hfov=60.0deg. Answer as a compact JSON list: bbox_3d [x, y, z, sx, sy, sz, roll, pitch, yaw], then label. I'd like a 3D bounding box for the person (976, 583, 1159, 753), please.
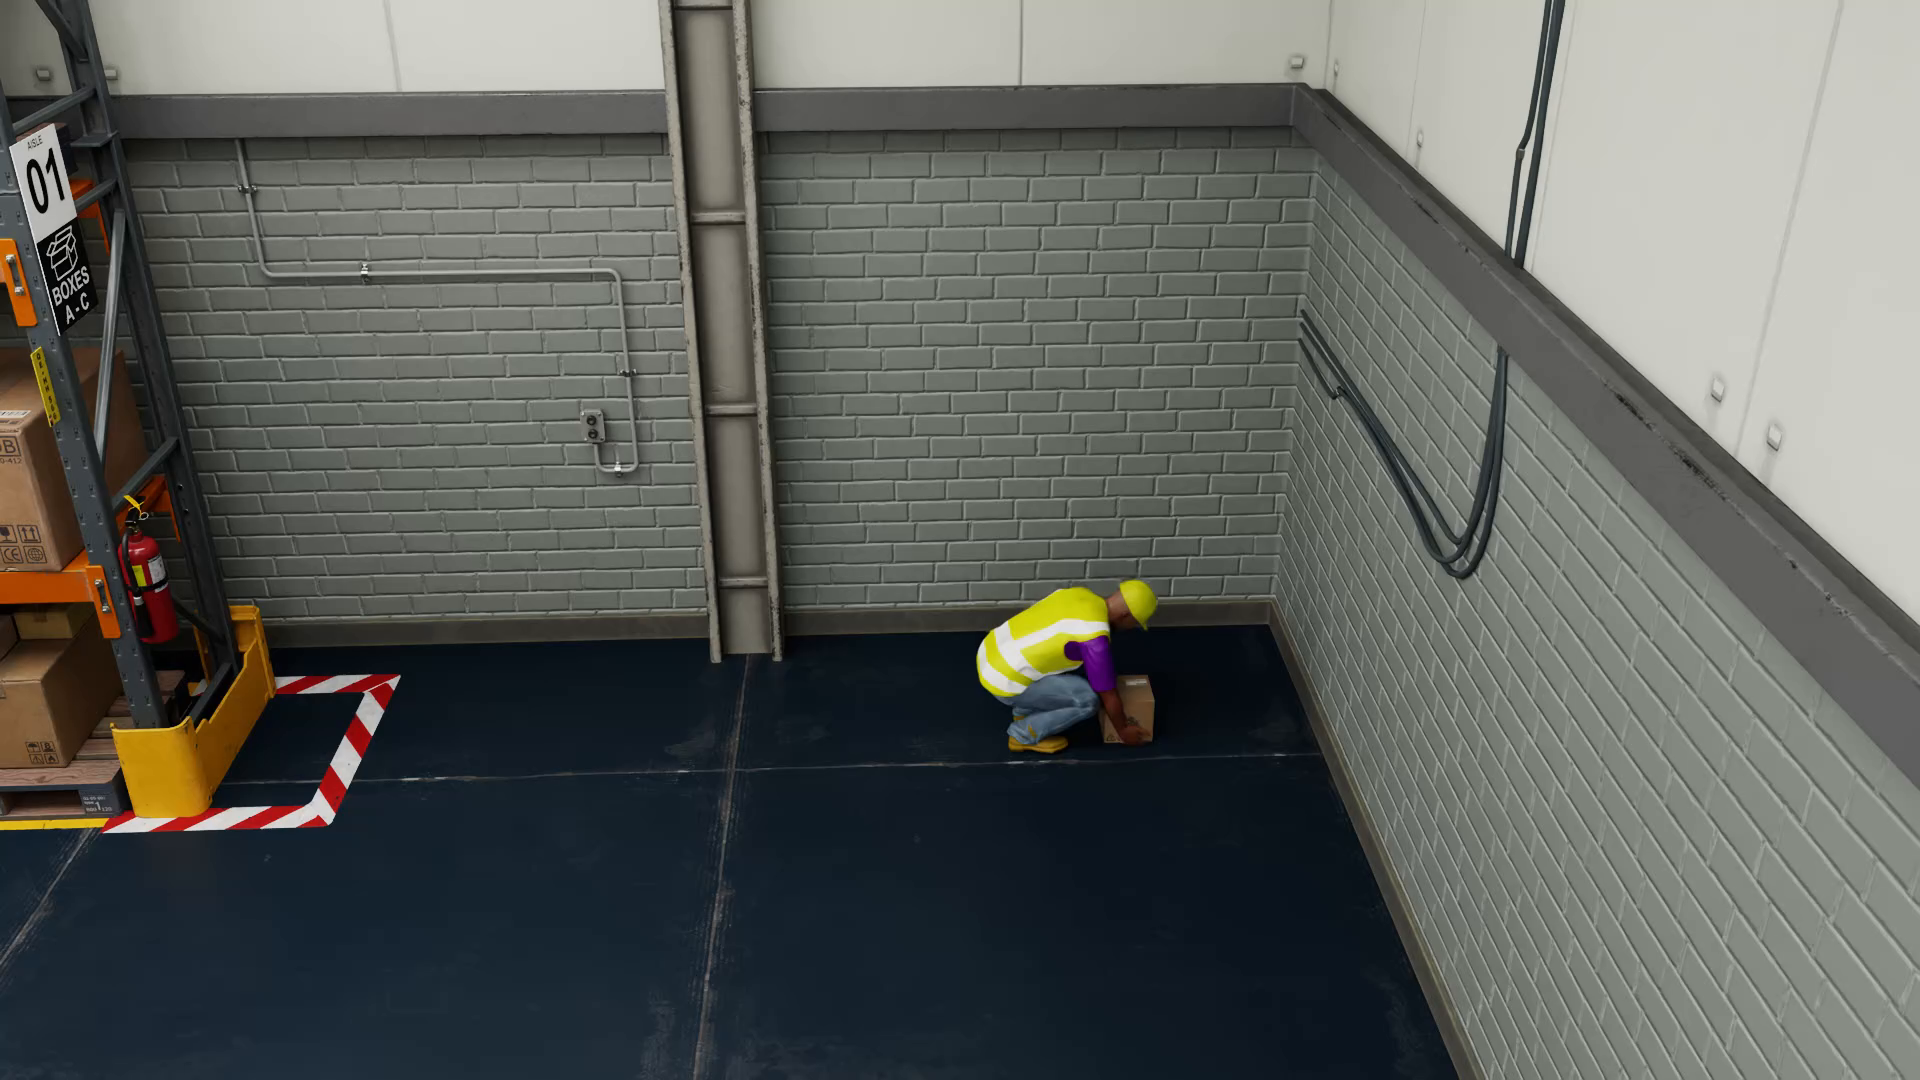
[{"bbox_3d":[0.541,0.642,8.448,0.914,0.891,0.555,-1,27,-3],"label":"person"}]
